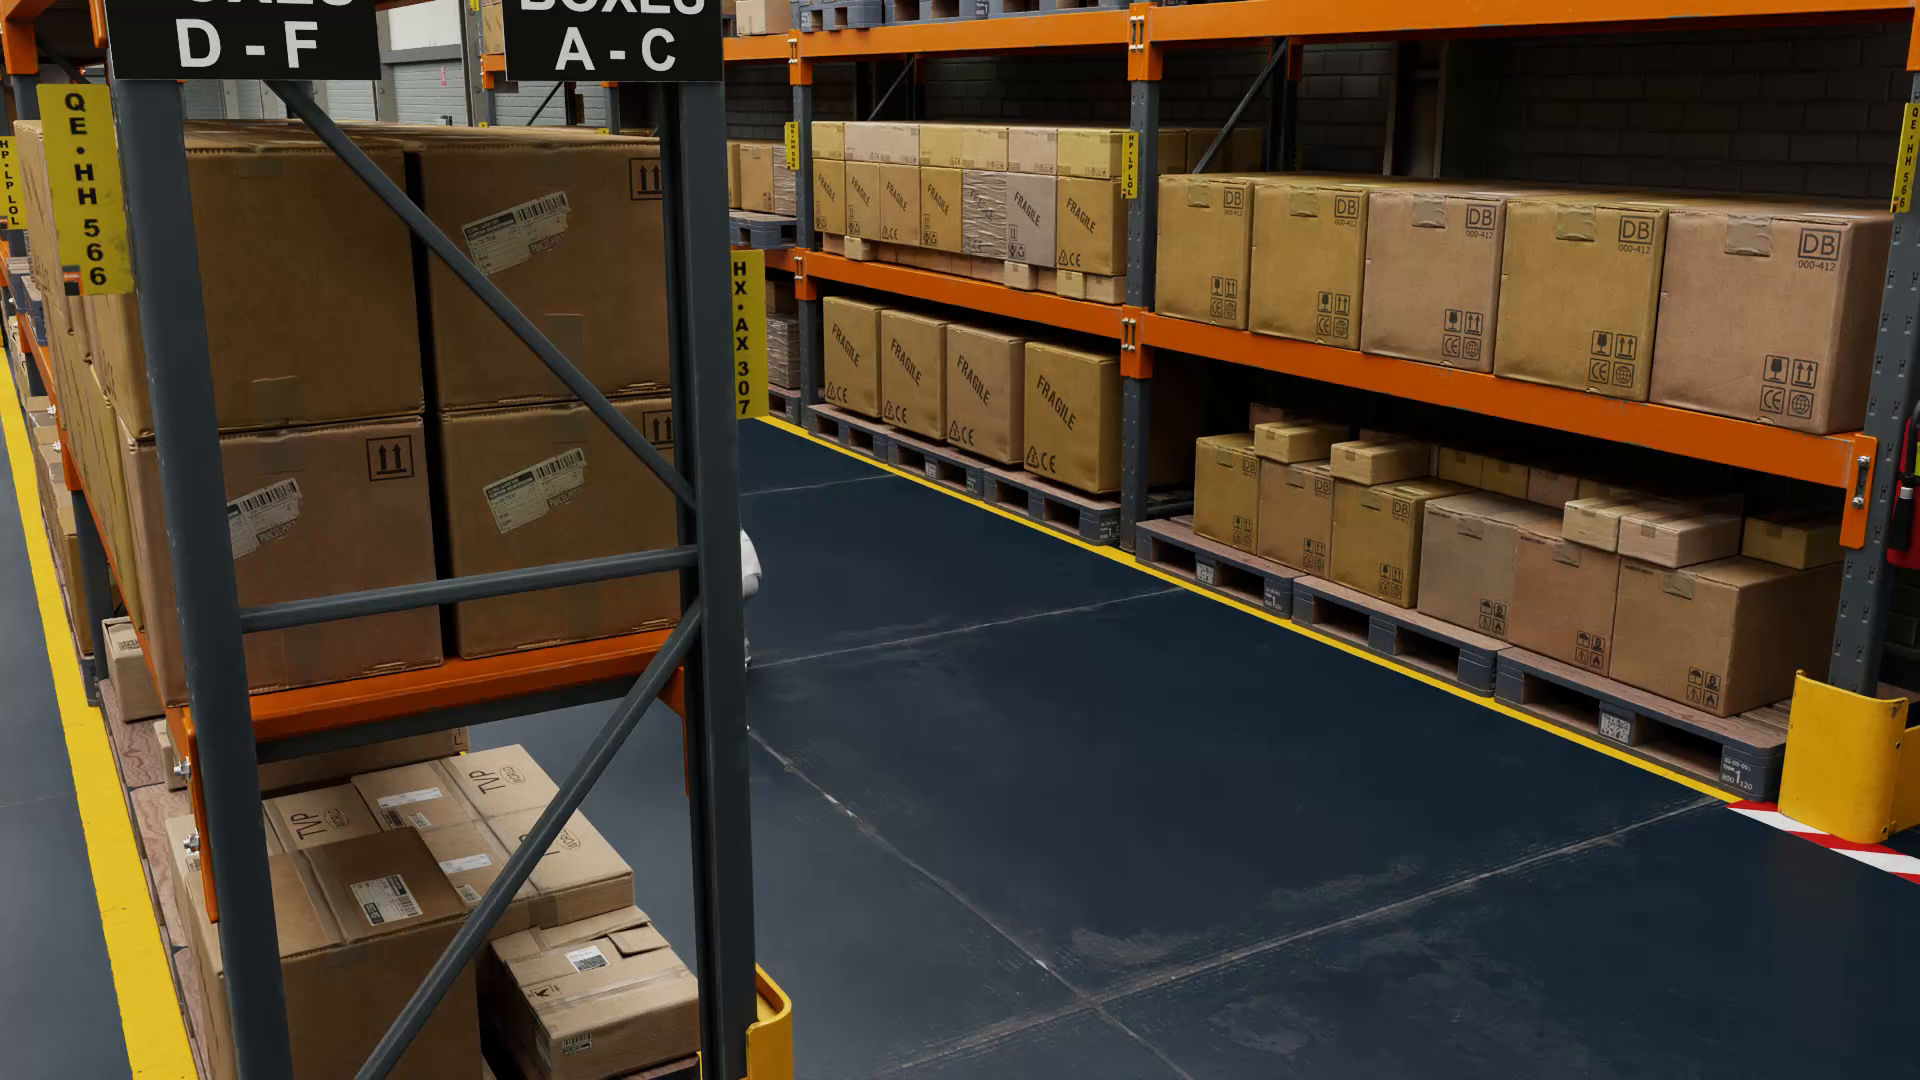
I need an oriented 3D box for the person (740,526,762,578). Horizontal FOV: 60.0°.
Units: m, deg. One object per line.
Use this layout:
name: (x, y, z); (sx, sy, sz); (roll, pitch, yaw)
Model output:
person: (-1.170, -0.002, 7.146); (0.443, 0.577, 0.744); (-9, 17, -31)
